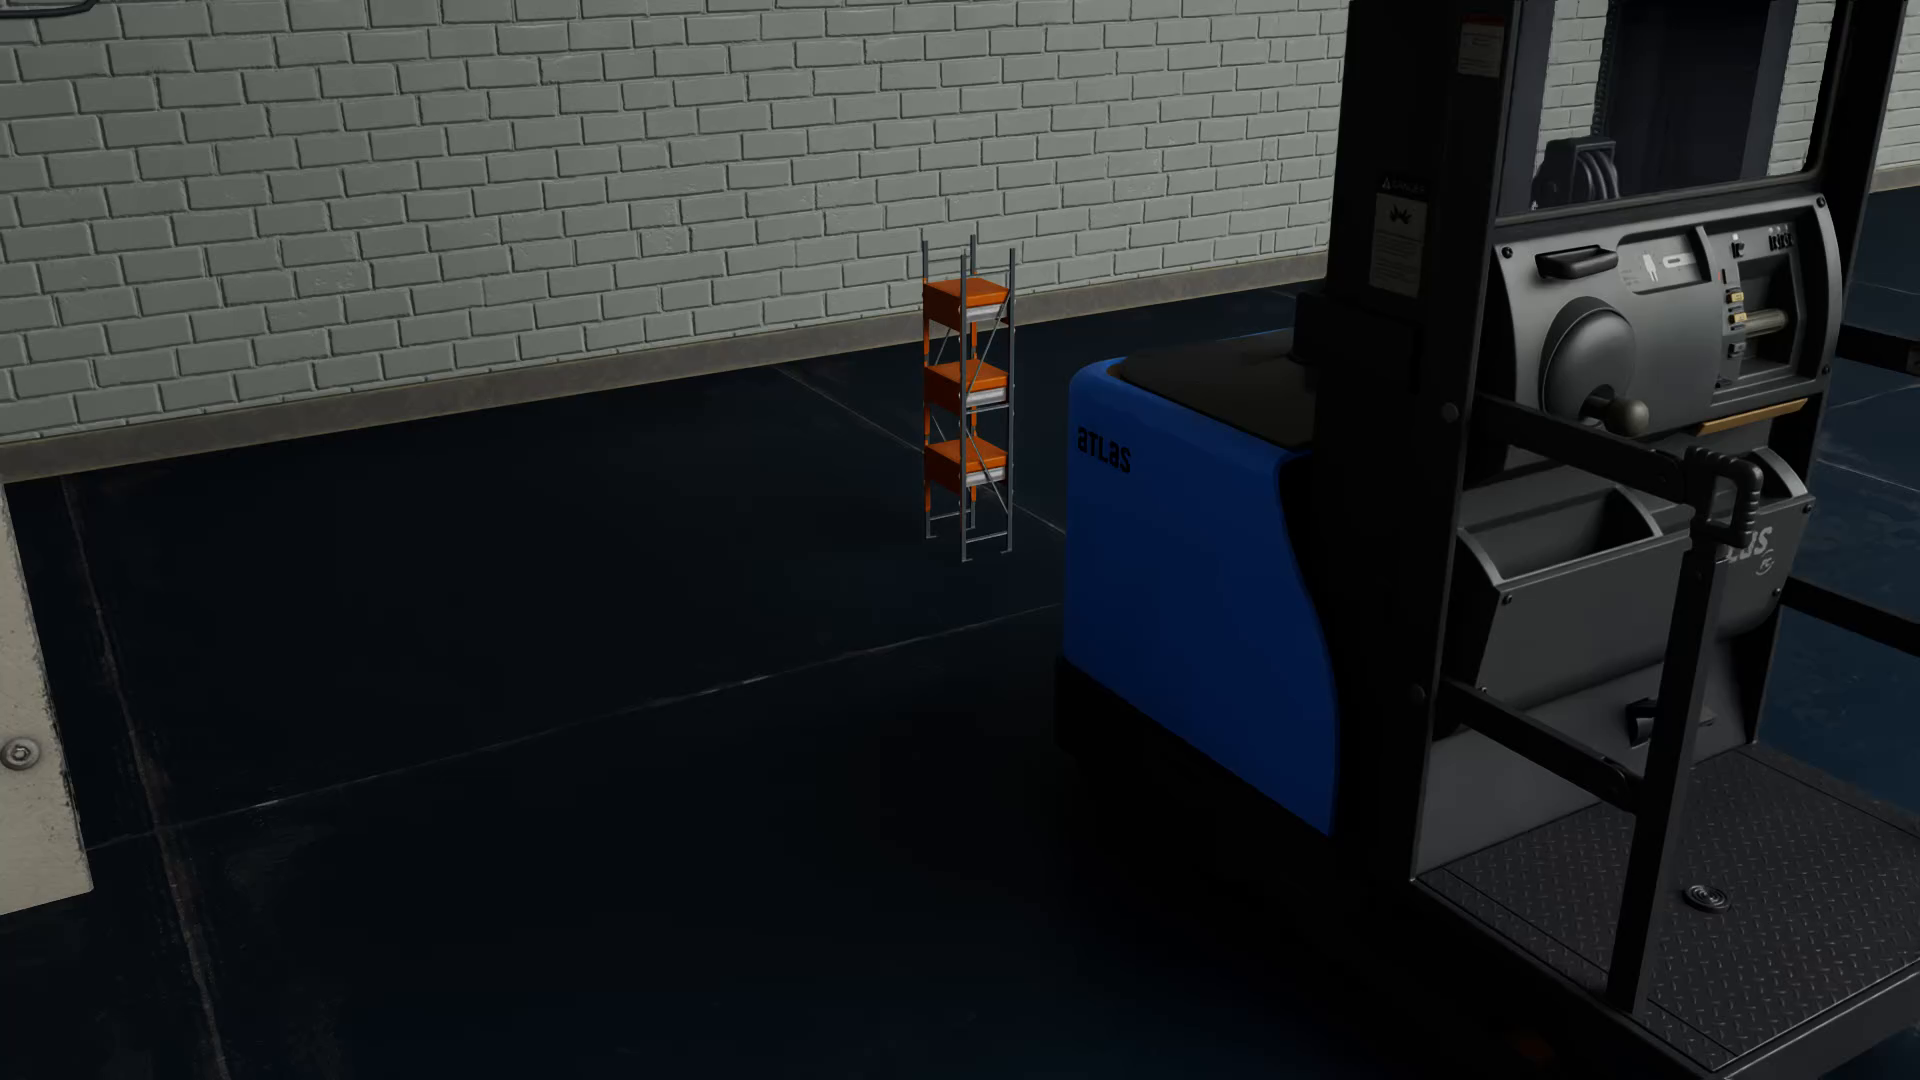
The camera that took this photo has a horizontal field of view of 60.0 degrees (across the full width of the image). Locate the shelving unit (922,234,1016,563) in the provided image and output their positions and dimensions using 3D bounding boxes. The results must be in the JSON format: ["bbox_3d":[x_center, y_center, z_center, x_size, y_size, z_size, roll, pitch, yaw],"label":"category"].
[{"bbox_3d":[0.027,-0.469,5.571,0.215,1.050,0.252,-13,25,-28],"label":"shelving unit"}]

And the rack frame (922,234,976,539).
[{"bbox_3d":[-0.035,-0.509,5.668,0.200,1.050,0.008,-13,25,-28],"label":"rack frame"}]

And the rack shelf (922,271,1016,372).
[{"bbox_3d":[0.027,-0.722,5.468,0.215,0.259,0.240,-13,25,-28],"label":"rack shelf"}]

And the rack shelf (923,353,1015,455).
[{"bbox_3d":[0.027,-0.459,5.575,0.215,0.259,0.240,-13,25,-28],"label":"rack shelf"}]

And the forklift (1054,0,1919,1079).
[{"bbox_3d":[1.438,-0.403,2.912,1.130,2.935,3.031,-13,25,-29],"label":"forklift"}]

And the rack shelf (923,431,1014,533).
[{"bbox_3d":[0.027,-0.202,5.680,0.215,0.259,0.240,-13,25,-28],"label":"rack shelf"}]

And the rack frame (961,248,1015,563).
[{"bbox_3d":[0.090,-0.430,5.474,0.200,1.050,0.008,-13,25,-28],"label":"rack frame"}]
